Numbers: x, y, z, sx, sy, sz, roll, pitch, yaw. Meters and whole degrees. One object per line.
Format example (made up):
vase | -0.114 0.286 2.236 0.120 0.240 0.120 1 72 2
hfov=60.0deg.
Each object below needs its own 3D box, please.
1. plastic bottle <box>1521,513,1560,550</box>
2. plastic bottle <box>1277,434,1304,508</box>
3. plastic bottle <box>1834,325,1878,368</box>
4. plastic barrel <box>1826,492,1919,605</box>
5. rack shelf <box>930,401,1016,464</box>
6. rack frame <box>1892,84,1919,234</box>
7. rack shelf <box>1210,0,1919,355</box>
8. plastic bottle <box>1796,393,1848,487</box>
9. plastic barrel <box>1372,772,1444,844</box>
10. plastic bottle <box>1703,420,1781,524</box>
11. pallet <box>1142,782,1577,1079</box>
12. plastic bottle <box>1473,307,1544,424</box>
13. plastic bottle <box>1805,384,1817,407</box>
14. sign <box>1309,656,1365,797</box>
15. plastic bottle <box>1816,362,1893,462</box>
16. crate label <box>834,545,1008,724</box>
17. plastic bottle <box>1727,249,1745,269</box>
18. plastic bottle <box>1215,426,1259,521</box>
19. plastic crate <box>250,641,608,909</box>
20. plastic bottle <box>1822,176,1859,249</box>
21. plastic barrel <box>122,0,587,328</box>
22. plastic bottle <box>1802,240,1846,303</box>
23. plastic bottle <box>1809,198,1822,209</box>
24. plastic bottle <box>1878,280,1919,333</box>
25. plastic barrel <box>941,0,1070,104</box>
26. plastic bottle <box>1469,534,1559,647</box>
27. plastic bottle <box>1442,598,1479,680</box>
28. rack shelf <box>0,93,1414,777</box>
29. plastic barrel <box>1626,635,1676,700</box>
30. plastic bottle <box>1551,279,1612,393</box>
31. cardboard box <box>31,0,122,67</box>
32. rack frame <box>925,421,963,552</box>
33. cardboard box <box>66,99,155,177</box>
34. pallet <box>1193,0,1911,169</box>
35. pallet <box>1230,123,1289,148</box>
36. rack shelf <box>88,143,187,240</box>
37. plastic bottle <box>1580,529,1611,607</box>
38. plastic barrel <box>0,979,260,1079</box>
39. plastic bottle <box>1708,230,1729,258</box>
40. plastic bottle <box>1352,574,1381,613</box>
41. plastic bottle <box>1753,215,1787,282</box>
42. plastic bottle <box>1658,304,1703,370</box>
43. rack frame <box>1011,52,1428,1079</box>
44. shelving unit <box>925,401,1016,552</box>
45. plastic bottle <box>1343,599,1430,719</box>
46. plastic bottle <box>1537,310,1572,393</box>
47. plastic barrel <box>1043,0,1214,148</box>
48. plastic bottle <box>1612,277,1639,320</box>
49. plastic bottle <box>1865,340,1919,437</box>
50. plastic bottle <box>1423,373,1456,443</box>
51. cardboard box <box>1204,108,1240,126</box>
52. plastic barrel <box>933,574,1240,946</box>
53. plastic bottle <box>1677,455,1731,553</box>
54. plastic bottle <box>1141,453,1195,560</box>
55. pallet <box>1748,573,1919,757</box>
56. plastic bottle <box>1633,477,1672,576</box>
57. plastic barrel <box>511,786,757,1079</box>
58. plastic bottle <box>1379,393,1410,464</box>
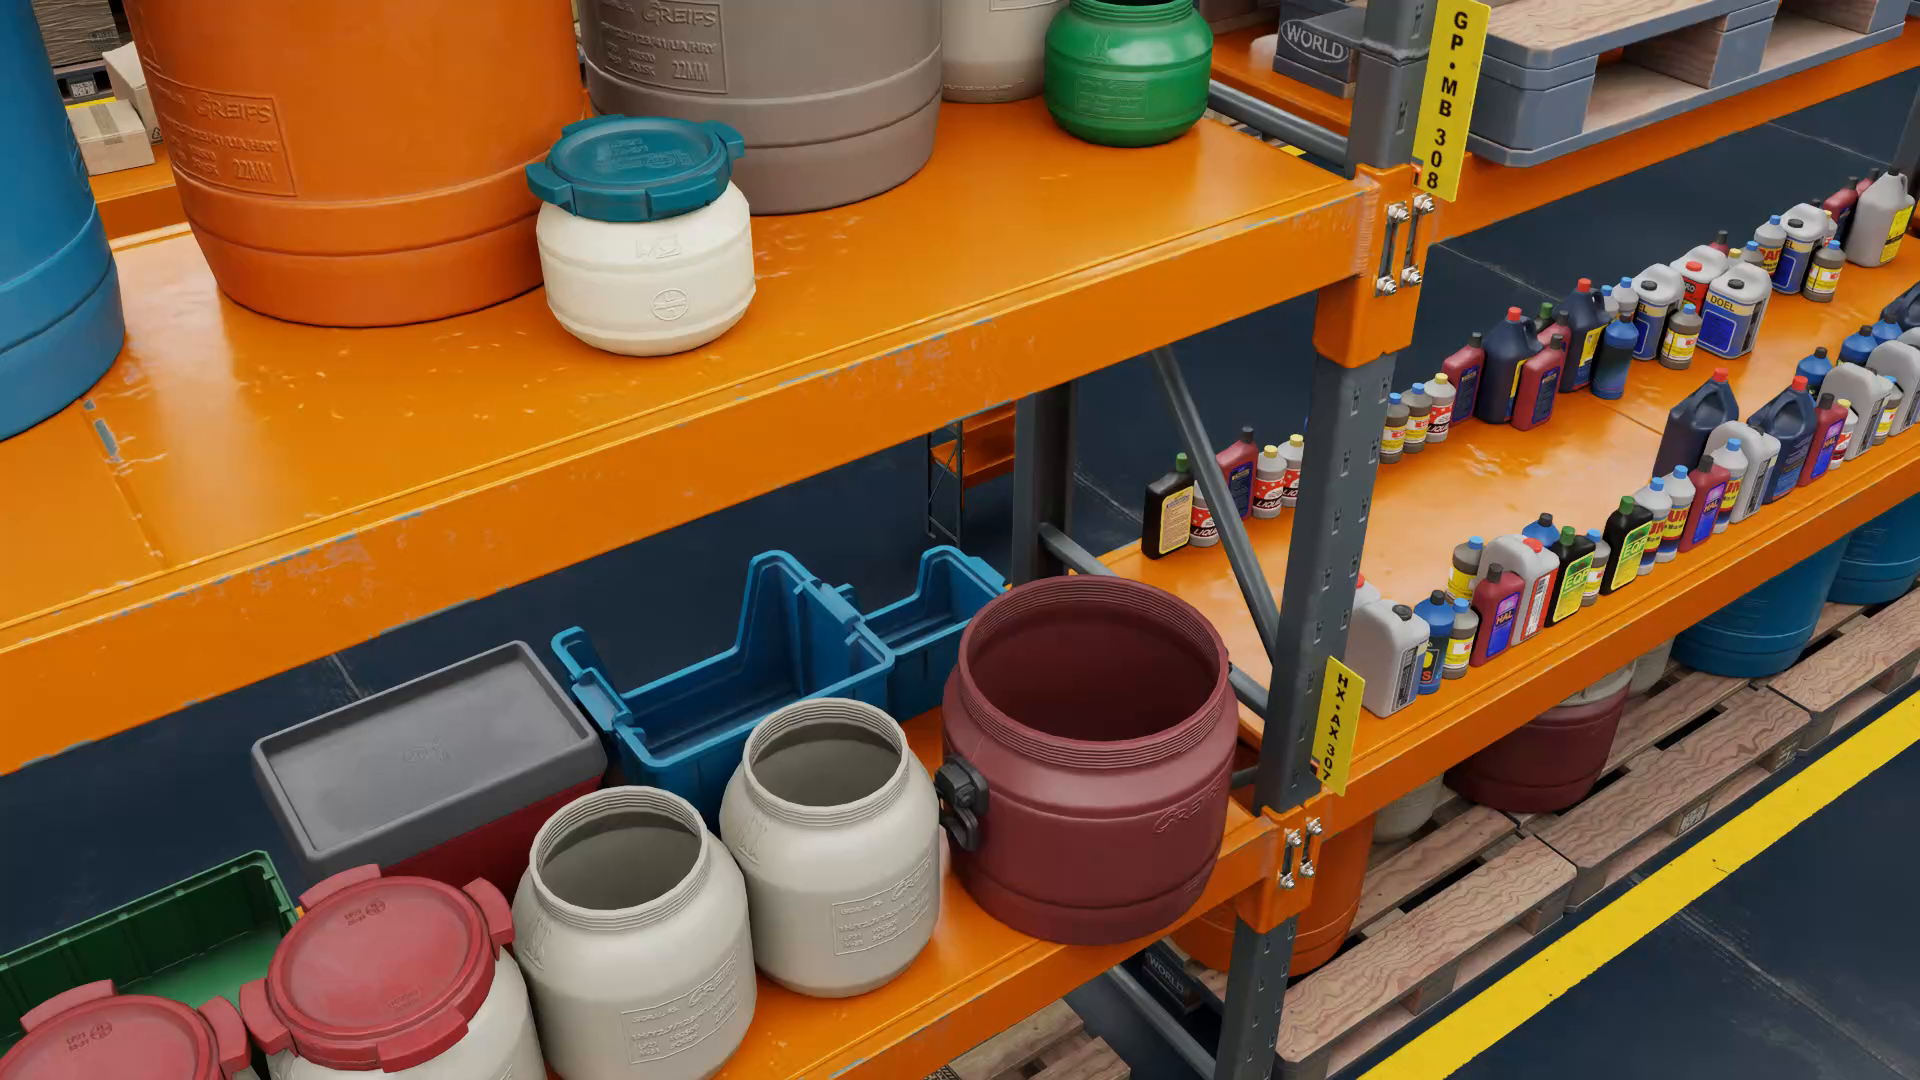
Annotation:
plastic bottle | 1.461 0.050 4.221 0.097 0.271 0.097 0 36 0
plastic bottle | 0.926 -0.199 4.628 0.097 0.201 0.097 0 36 0
plastic bottle | 2.693 -0.522 5.017 0.097 0.271 0.097 0 36 0
plastic barrel | 3.283 -0.289 6.020 0.708 0.901 0.600 -22 41 -28
rack shelf | 0.135 -0.488 6.516 0.480 0.148 0.258 -22 41 -28
rack frame | 3.737 -1.145 5.774 0.127 3.000 1.000 -22 41 -28
rack shelf | 2.103 -1.398 4.172 4.000 0.370 1.077 -22 41 -28
plastic bottle | 2.428 -0.296 4.692 0.133 0.283 0.061 -22 41 -28
plastic barrel | 1.268 0.634 5.070 0.421 0.512 0.421 0 36 0
plastic bottle | 2.141 -0.207 4.576 0.135 0.276 0.152 -22 41 -28
pallet | 1.088 1.047 5.113 1.213 0.211 1.003 -22 41 -28
plastic bottle | 1.641 -0.538 4.971 0.185 0.351 0.144 -22 41 -28
plastic bottle | 2.368 -0.323 4.740 0.097 0.271 0.097 0 36 0
sign | 0.790 0.394 3.493 0.005 0.325 0.100 -22 41 -28
plastic bottle | 2.591 -0.392 4.833 0.135 0.276 0.152 -22 41 -28
crate label | -0.093 0.231 4.003 0.416 0.233 0.303 -22 41 -28
plastic bottle | 2.571 -0.876 5.570 0.097 0.201 0.097 0 36 0
plastic bottle | 0.741 -0.170 4.517 0.133 0.283 0.061 -22 41 -28
plastic crate | -1.029 0.572 3.331 0.583 0.464 0.402 -22 41 -28
plastic bottle | 3.083 -1.133 5.857 0.133 0.283 0.061 -22 41 -28
plastic barrel | -0.863 -0.799 2.356 0.708 0.830 0.600 -22 41 -28
plastic bottle | 2.927 -0.915 5.623 0.097 0.201 0.097 0 36 0
plastic bottle | 2.919 -1.048 5.749 0.097 0.271 0.097 0 36 0
plastic bottle | 2.940 -0.667 5.150 0.185 0.351 0.144 -22 41 -28
plastic barrel | 0.037 -1.105 3.052 0.421 0.512 0.421 0 36 0
plastic bottle | 1.386 0.104 4.143 0.135 0.276 0.152 -22 41 -28
plastic bottle | 1.198 0.231 4.030 0.097 0.201 0.097 0 36 0
rack shelf | -1.167 -0.053 2.302 4.000 0.370 1.077 -22 41 -28
plastic barrel | 2.191 0.254 5.598 0.421 0.512 0.421 0 36 0
plastic bottle | 1.901 -0.645 5.120 0.185 0.351 0.144 -22 41 -28
cardboard box | -5.798 -3.425 10.707 0.500 0.500 0.700 -22 41 -27
rack frame | -0.064 -0.461 6.363 0.015 1.200 0.240 -22 41 -28
cardboard box | -3.393 -1.607 6.631 0.250 0.149 0.380 -19 40 -25
pallet | 1.149 -1.152 3.375 1.213 0.211 1.003 -22 41 -28
pallet | 1.449 -2.609 10.197 1.213 0.211 1.003 -22 41 -28
rack shelf | -4.017 -1.200 6.466 4.000 0.370 1.077 -22 41 -28
plastic bottle | 1.605 0.063 4.264 0.097 0.201 0.097 0 36 0
plastic barrel | -1.294 1.026 2.637 0.433 0.535 0.433 0 36 0
plastic bottle | 2.466 -0.880 5.504 0.133 0.283 0.061 -22 41 -28
plastic bottle | 0.920 0.187 4.028 0.135 0.276 0.152 -22 41 -28
plastic bottle | 2.730 -0.970 5.640 0.097 0.271 0.097 0 36 0
plastic bottle | 2.280 -0.648 5.252 0.097 0.201 0.097 0 36 0
rack frame | 0.468 0.200 3.903 0.127 3.000 1.000 -22 41 -28
shelving unit | 0.135 -0.543 6.477 0.503 1.200 0.258 -22 41 -28
plastic bottle | 1.008 0.259 3.927 0.135 0.276 0.152 -22 41 -28
plastic bottle | 1.782 -0.555 5.052 0.133 0.283 0.061 -22 41 -28
plastic barrel | 0.295 -0.847 2.923 0.294 0.245 0.294 0 36 0
plastic bottle | 2.083 -0.704 5.270 0.097 0.271 0.097 0 36 0
plastic bottle | 2.781 -0.470 4.941 0.135 0.276 0.152 -22 41 -28
plastic bottle | 1.403 -0.396 4.902 0.097 0.201 0.097 0 36 0
cardboard box | 1.355 -2.636 9.772 0.500 0.311 0.500 -22 41 -28
plastic barrel | 0.263 0.446 3.445 0.708 0.536 0.600 -22 41 -28
plastic bottle | 1.978 -0.111 4.435 0.133 0.283 0.061 -22 41 -28
plastic bottle | 0.553 -0.092 4.409 0.133 0.283 0.061 -22 41 -28
pallet | 3.083 0.226 6.255 1.213 0.211 1.003 -22 41 -28
plastic bottle | 1.794 -0.043 4.351 0.097 0.271 0.097 0 36 0
plastic barrel | -0.594 0.744 3.050 0.421 0.512 0.421 0 36 0
plastic bottle | 1.244 -0.330 4.811 0.097 0.201 0.097 0 36 0
